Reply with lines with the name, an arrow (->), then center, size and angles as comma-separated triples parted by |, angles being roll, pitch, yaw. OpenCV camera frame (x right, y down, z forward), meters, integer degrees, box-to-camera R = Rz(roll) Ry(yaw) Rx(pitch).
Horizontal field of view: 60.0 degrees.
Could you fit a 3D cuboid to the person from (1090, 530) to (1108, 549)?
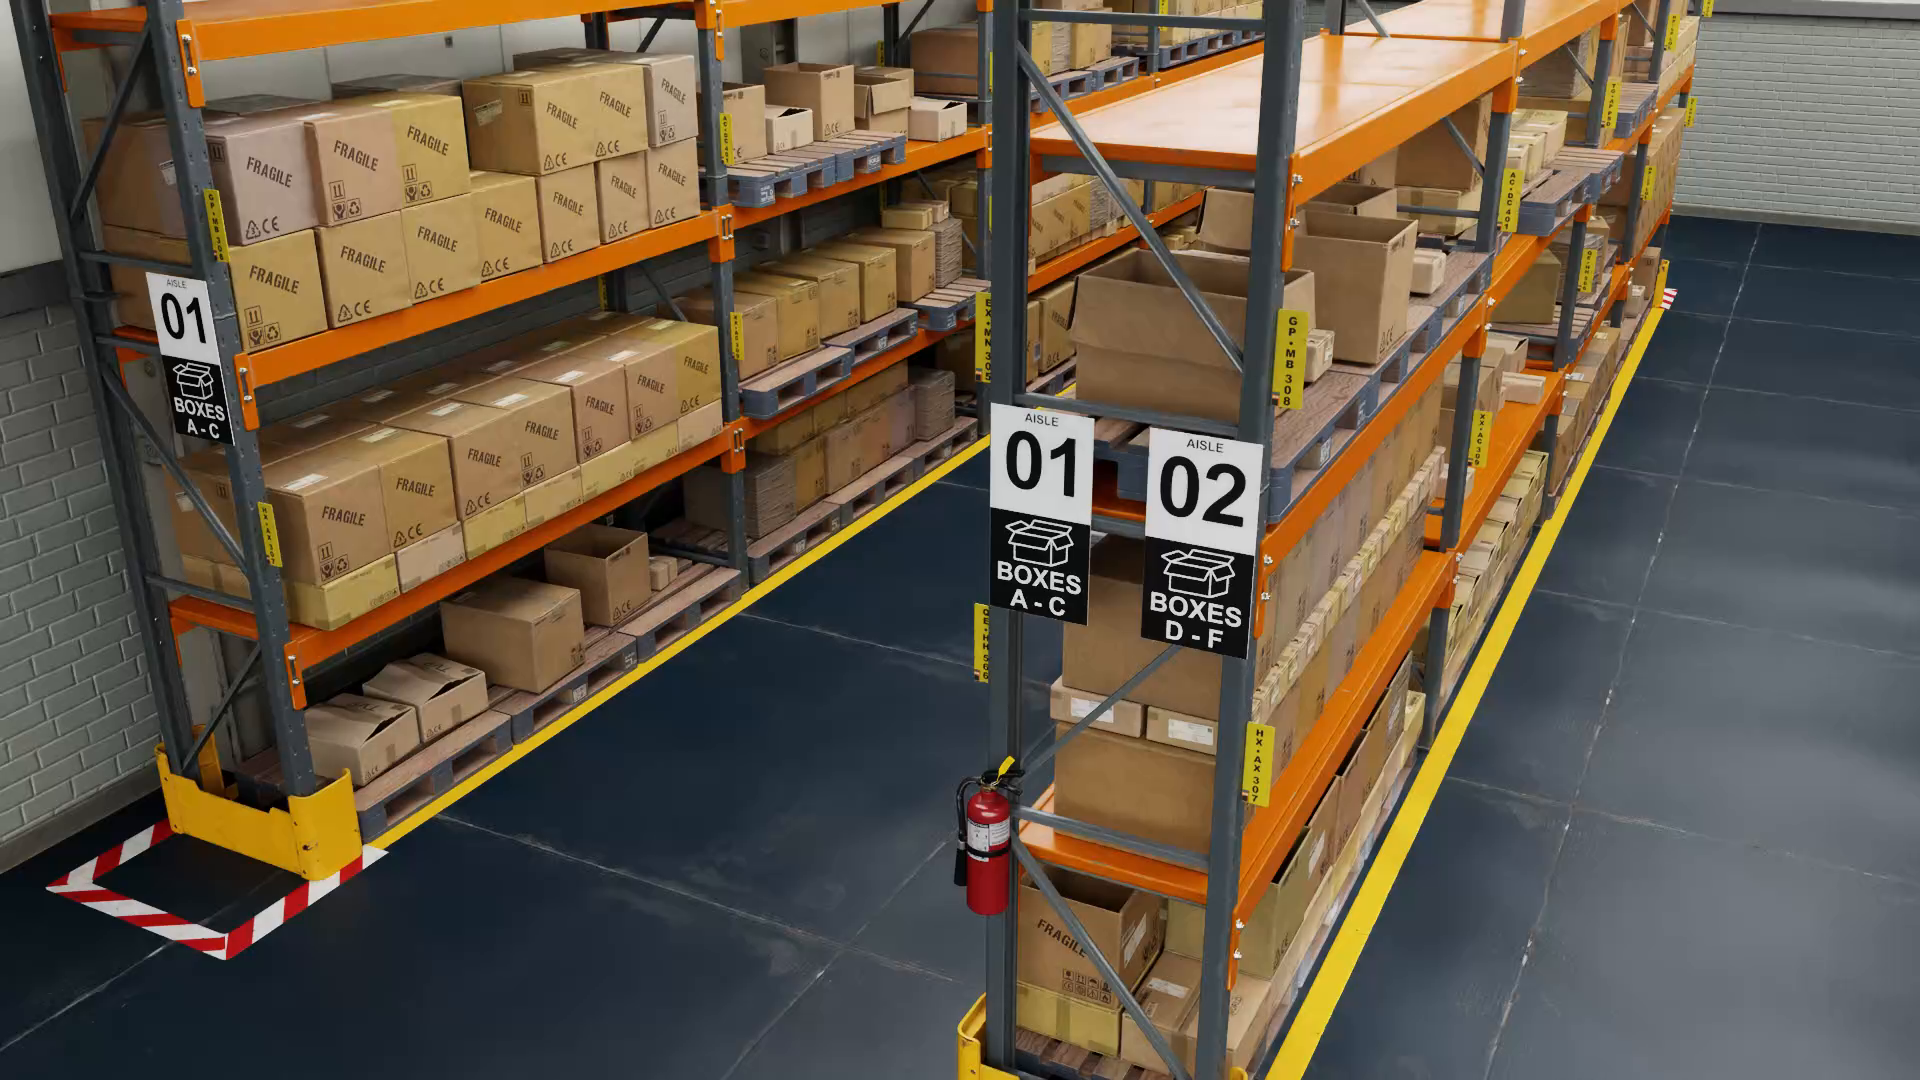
person -> 0.969, -0.131, 11.055 | 0.629, 1.775, 0.445 | 10, 24, 22
